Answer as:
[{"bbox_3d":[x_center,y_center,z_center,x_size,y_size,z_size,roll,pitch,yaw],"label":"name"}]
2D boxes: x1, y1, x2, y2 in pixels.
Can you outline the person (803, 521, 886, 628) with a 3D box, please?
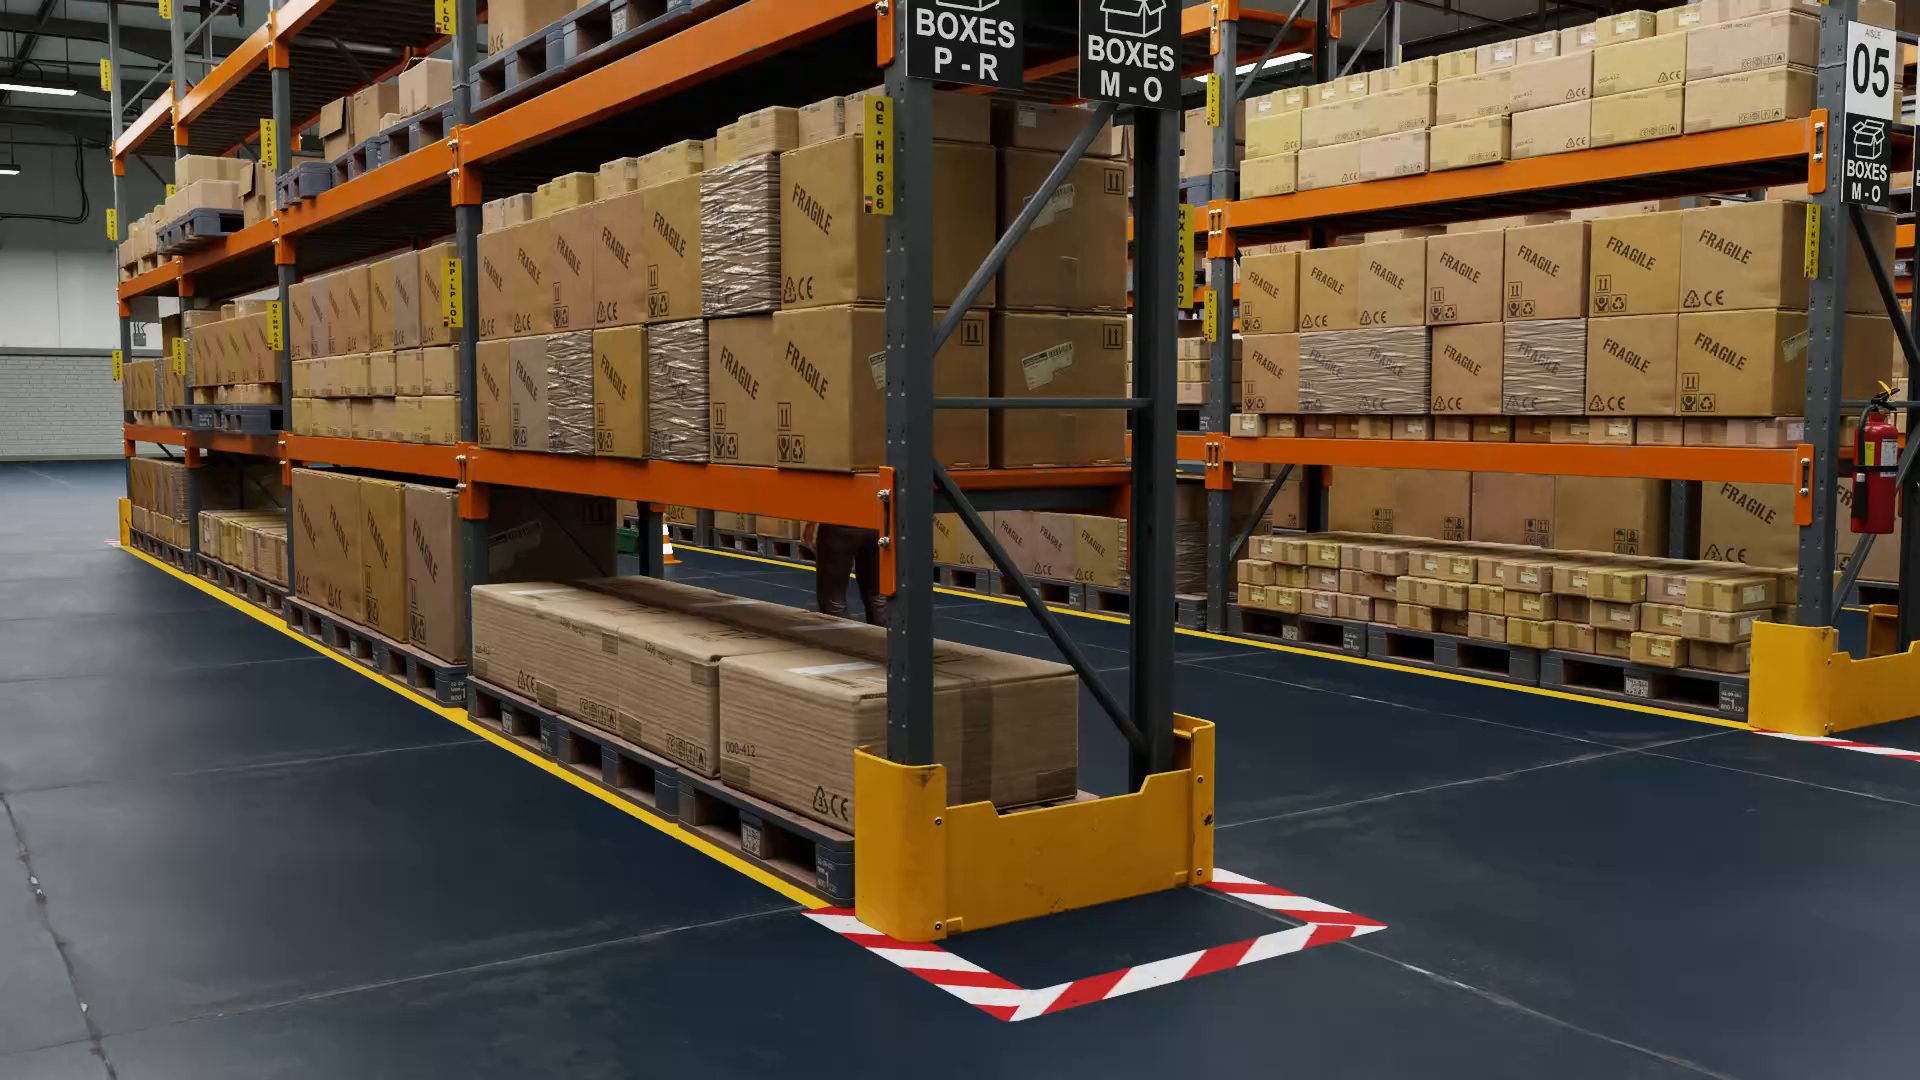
[{"bbox_3d":[-0.586,-0.077,8.926,0.594,1.719,0.374,-3,6,-37],"label":"person"}]
